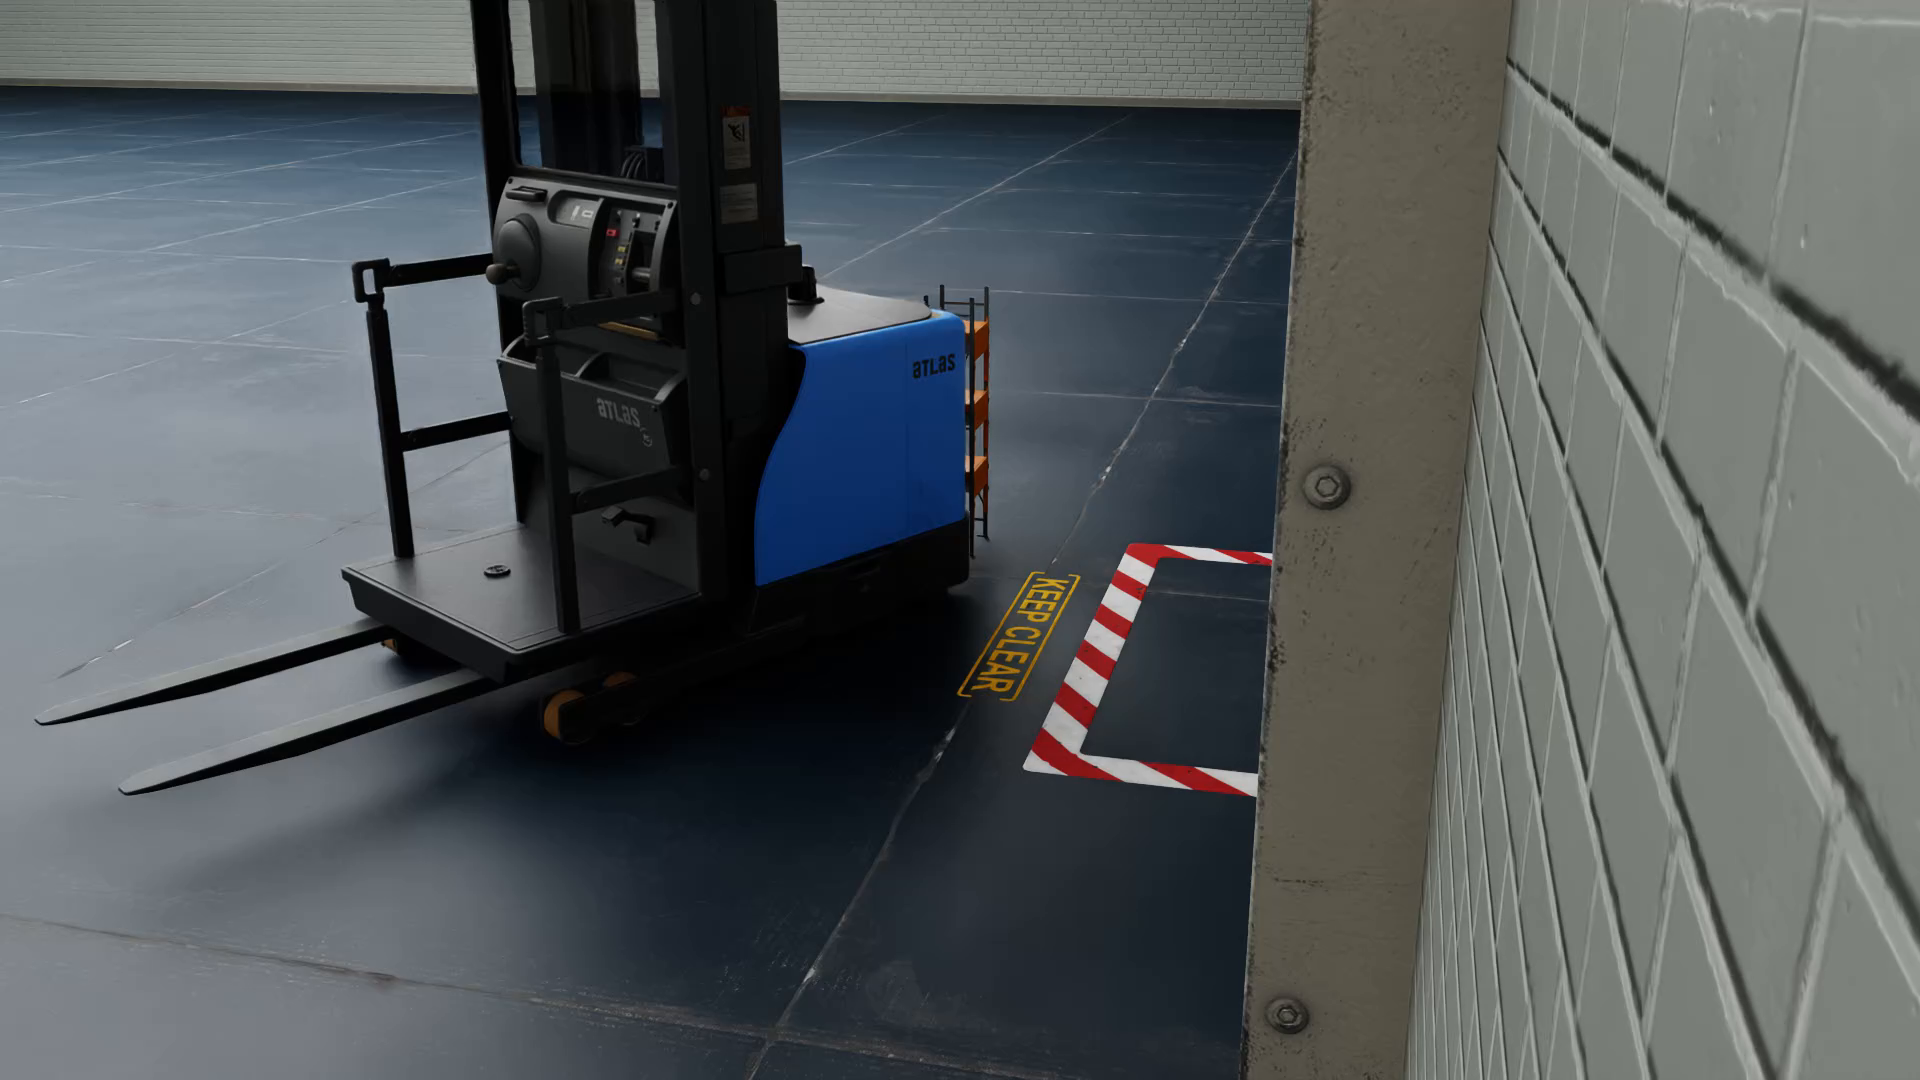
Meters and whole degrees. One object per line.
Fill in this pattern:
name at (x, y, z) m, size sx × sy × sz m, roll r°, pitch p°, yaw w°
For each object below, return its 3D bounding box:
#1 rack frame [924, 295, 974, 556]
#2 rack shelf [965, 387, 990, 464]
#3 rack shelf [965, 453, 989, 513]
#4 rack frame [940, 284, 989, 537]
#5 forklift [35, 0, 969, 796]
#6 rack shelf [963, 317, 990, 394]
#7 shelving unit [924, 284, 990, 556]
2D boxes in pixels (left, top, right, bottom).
rack frame at (-0.043, -0.442, 6.581) m, size 0.200 × 1.050 × 0.008 m, roll 5°, pitch 19°, yaw 13°
rack shelf at (-0.013, -0.470, 6.696) m, size 0.215 × 0.259 × 0.240 m, roll 5°, pitch 19°, yaw 13°
rack shelf at (-0.013, -0.207, 6.786) m, size 0.215 × 0.259 × 0.240 m, roll 5°, pitch 19°, yaw 13°
rack frame at (0.017, -0.518, 6.805) m, size 0.200 × 1.050 × 0.008 m, roll 5°, pitch 19°, yaw 13°
forklift at (-1.348, -0.947, 5.149) m, size 1.130 × 2.935 × 3.031 m, roll 17°, pitch 25°, yaw 41°
rack shelf at (-0.013, -0.739, 6.605) m, size 0.215 × 0.259 × 0.240 m, roll 5°, pitch 19°, yaw 13°
shelving unit at (-0.013, -0.480, 6.693) m, size 0.215 × 1.050 × 0.252 m, roll 5°, pitch 19°, yaw 13°
